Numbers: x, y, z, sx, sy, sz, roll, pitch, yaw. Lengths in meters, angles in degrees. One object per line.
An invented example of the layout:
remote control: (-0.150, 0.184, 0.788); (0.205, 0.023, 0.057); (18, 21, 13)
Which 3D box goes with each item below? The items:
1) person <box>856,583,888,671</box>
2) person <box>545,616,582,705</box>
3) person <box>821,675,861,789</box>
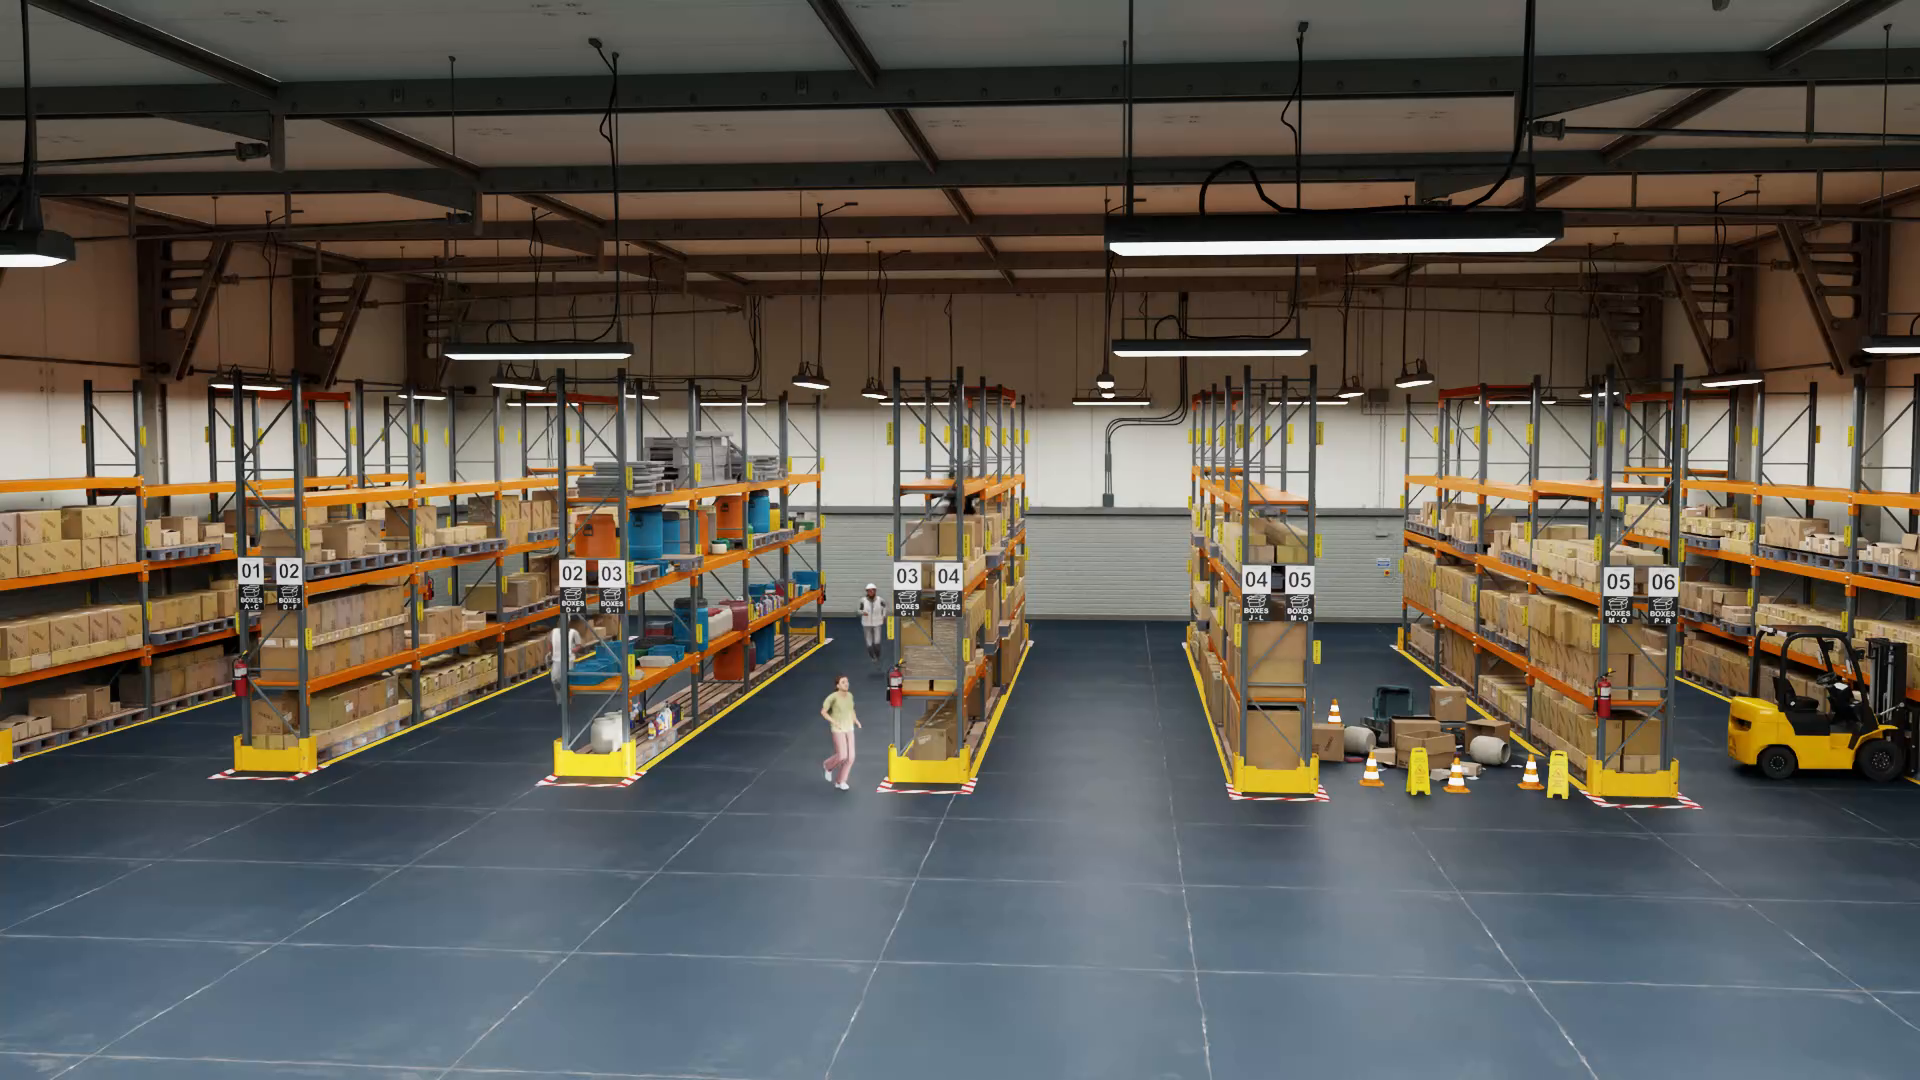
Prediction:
person: (-1.825, 1.806, 34.555); (0.646, 1.826, 0.736); (0, 4, 2)
person: (-7.286, 2.228, 30.504); (0.681, 1.739, 0.622); (0, 4, 0)
person: (-1.703, 2.725, 23.679); (0.565, 1.605, 0.544); (-3, 5, -40)
